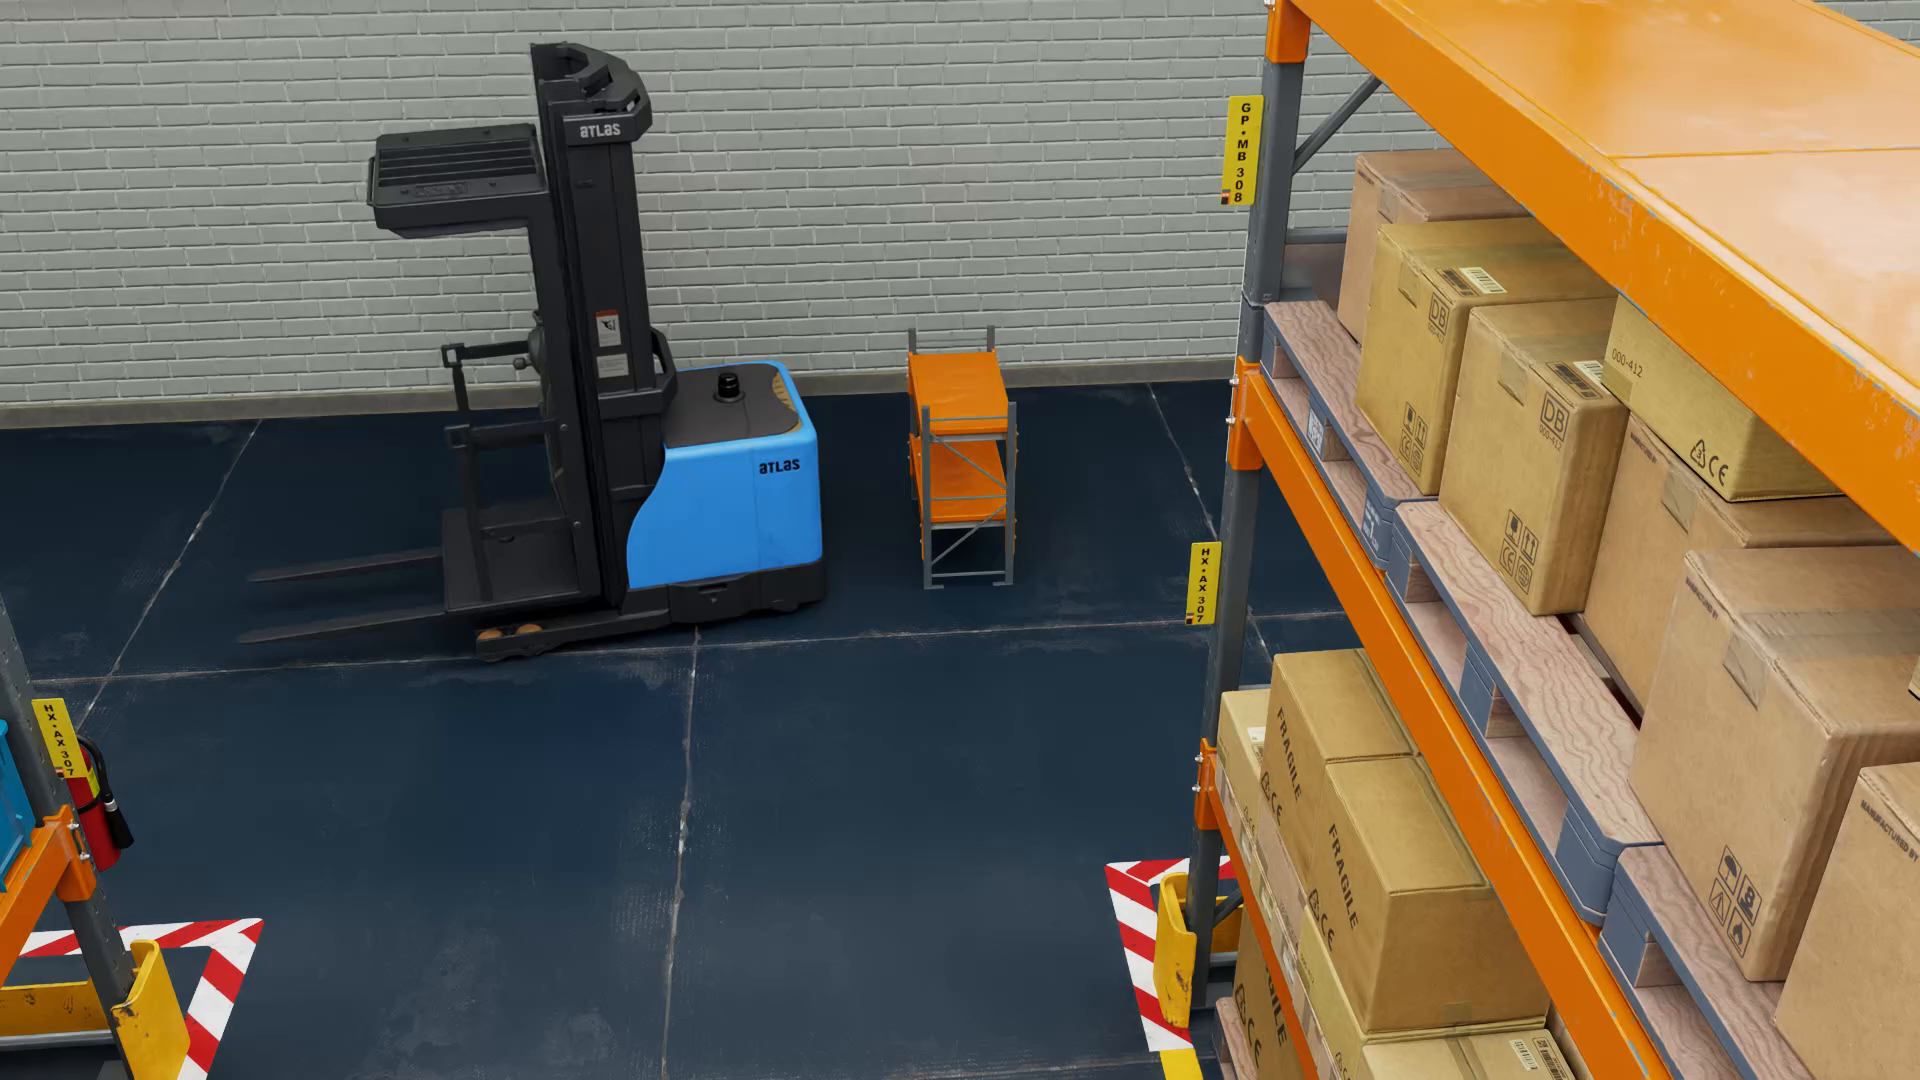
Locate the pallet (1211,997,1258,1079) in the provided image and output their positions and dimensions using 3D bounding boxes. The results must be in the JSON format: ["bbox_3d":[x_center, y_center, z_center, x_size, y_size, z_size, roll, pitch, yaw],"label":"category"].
[{"bbox_3d":[1.533,2.133,5.973,1.003,0.211,1.213,-3,31,-5],"label":"pallet"}]

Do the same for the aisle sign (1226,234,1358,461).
[{"bbox_3d":[1.075,-0.607,5.306,0.394,0.787,0.004,-3,31,-5],"label":"aisle sign"}]

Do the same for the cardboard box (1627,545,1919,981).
[{"bbox_3d":[1.575,0.348,2.712,0.700,0.500,0.500,-1,31,-2],"label":"cardboard box"}]

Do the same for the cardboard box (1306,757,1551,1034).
[{"bbox_3d":[1.258,0.924,4.404,0.500,0.500,0.500,-4,31,-6],"label":"cardboard box"}]

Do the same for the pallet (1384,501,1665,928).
[{"bbox_3d":[1.577,0.284,3.510,1.003,0.211,1.213,-3,31,-5],"label":"pallet"}]

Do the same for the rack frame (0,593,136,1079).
[{"bbox_3d":[-3.551,0.769,5.538,1.000,3.000,0.127,-3,31,-5],"label":"rack frame"}]

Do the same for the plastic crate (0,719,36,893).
[{"bbox_3d":[-3.334,0.890,5.242,0.616,0.435,0.499,-3,31,-5],"label":"plastic crate"}]

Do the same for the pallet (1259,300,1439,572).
[{"bbox_3d":[1.460,-0.340,4.556,1.003,0.211,1.213,-3,31,-5],"label":"pallet"}]

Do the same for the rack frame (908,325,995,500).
[{"bbox_3d":[-0.048,-0.746,9.902,0.500,1.125,0.032,-3,31,-5],"label":"rack frame"}]

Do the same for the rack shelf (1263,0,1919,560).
[{"bbox_3d":[1.567,-0.542,2.974,1.077,0.370,4.000,-3,31,-5],"label":"rack shelf"}]

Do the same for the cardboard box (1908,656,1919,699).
[{"bbox_3d":[1.673,0.217,2.200,0.500,0.250,0.500,-5,31,-8],"label":"cardboard box"}]

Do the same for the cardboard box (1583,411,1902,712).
[{"bbox_3d":[1.668,0.075,3.170,0.700,0.500,0.500,-1,31,-2],"label":"cardboard box"}]

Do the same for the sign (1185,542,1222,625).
[{"bbox_3d":[0.827,0.149,5.654,0.100,0.325,0.005,-3,31,-5],"label":"sign"}]

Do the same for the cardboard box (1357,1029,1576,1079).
[{"bbox_3d":[1.309,1.514,4.146,0.500,0.250,0.500,-3,31,-6],"label":"cardboard box"}]

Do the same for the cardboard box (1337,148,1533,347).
[{"bbox_3d":[1.482,-0.759,4.567,0.700,0.500,0.500,-5,31,-8],"label":"cardboard box"}]

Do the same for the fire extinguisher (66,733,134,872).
[{"bbox_3d":[-3.113,0.863,5.819,0.296,0.674,0.183,-3,31,-5],"label":"fire extinguisher"}]

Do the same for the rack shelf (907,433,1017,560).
[{"bbox_3d":[-0.001,-0.276,9.593,0.538,0.278,1.000,-3,31,-5],"label":"rack shelf"}]

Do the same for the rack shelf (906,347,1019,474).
[{"bbox_3d":[-0.001,-0.738,9.318,0.538,0.278,1.000,-3,31,-5],"label":"rack shelf"}]

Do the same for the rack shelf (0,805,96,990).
[{"bbox_3d":[-3.364,2.099,4.013,1.077,0.370,4.000,-3,31,-5],"label":"rack shelf"}]

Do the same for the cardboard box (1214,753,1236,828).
[{"bbox_3d":[1.085,0.837,5.670,0.380,0.149,0.250,-2,31,-4],"label":"cardboard box"}]

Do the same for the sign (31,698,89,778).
[{"bbox_3d":[-3.005,0.664,5.554,0.100,0.325,0.005,-3,31,-5],"label":"sign"}]

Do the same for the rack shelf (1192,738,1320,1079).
[{"bbox_3d":[1.567,1.862,4.410,1.077,0.370,4.000,-3,31,-5],"label":"rack shelf"}]

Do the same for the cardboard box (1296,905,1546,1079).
[{"bbox_3d":[1.255,1.248,4.592,0.500,0.250,0.500,-4,31,-6],"label":"cardboard box"}]

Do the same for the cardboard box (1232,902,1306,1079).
[{"bbox_3d":[1.520,1.586,5.832,0.875,0.875,0.875,-3,31,-5],"label":"cardboard box"}]

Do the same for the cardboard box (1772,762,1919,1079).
[{"bbox_3d":[1.621,0.623,2.252,0.700,0.500,0.500,-5,31,-8],"label":"cardboard box"}]

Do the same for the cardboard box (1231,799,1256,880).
[{"bbox_3d":[1.110,0.967,5.451,0.380,0.149,0.250,-3,31,-5],"label":"cardboard box"}]

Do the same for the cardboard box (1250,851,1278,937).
[{"bbox_3d":[1.135,1.098,5.232,0.380,0.149,0.250,-3,31,-6],"label":"cardboard box"}]

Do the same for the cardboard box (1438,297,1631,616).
[{"bbox_3d":[1.511,-0.205,3.638,0.700,0.500,0.500,-5,31,-8],"label":"cardboard box"}]

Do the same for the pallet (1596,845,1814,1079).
[{"bbox_3d":[1.688,0.906,2.470,1.003,0.211,1.213,-3,31,-5],"label":"pallet"}]

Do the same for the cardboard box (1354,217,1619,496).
[{"bbox_3d":[1.415,-0.466,4.076,0.700,0.500,0.500,-4,31,-6],"label":"cardboard box"}]

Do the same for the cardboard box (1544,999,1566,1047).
[{"bbox_3d":[1.785,1.222,4.636,0.500,0.250,0.500,-4,31,-6],"label":"cardboard box"}]

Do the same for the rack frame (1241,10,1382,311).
[{"bbox_3d":[1.380,-2.044,4.397,1.000,3.000,0.127,-3,31,-5],"label":"rack frame"}]

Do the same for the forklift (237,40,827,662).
[{"bbox_3d":[-2.306,-0.923,8.437,3.031,2.935,1.130,-8,32,-14],"label":"forklift"}]

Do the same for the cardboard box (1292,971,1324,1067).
[{"bbox_3d":[1.183,1.361,4.792,0.380,0.149,0.250,-3,31,-6],"label":"cardboard box"}]

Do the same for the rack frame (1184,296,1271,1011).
[{"bbox_3d":[1.380,0.532,5.935,1.000,3.000,0.127,-3,31,-5],"label":"rack frame"}]

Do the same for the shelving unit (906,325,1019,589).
[{"bbox_3d":[-0.001,-0.486,9.468,0.538,1.125,1.048,-3,31,-5],"label":"shelving unit"}]

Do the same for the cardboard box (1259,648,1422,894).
[{"bbox_3d":[1.203,0.660,4.846,0.500,0.500,0.500,-3,31,-6],"label":"cardboard box"}]

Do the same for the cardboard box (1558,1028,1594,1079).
[{"bbox_3d":[1.837,1.488,4.191,0.500,0.250,0.500,-3,31,-4],"label":"cardboard box"}]

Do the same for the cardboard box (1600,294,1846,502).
[{"bbox_3d":[1.559,-0.312,3.087,0.500,0.250,0.500,-4,31,-6],"label":"cardboard box"}]

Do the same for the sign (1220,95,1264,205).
[{"bbox_3d":[0.827,-1.142,4.882,0.100,0.325,0.005,-3,31,-5],"label":"sign"}]

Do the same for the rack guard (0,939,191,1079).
[{"bbox_3d":[-3.566,1.830,6.199,1.175,0.500,0.348,-3,31,-5],"label":"rack guard"}]

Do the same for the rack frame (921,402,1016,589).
[{"bbox_3d":[0.047,-0.227,9.033,0.500,1.125,0.032,-3,31,-5],"label":"rack frame"}]

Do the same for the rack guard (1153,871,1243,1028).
[{"bbox_3d":[1.378,1.592,6.597,1.175,0.500,0.348,-3,31,-5],"label":"rack guard"}]

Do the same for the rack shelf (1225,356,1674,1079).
[{"bbox_3d":[1.567,0.574,3.641,1.077,0.370,4.000,-3,31,-5],"label":"rack shelf"}]

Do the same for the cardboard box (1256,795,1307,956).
[{"bbox_3d":[1.212,0.991,5.022,0.500,0.250,0.500,-3,31,-5],"label":"cardboard box"}]

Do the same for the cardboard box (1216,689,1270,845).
[{"bbox_3d":[1.156,0.726,5.466,0.500,0.250,0.500,-4,31,-6],"label":"cardboard box"}]

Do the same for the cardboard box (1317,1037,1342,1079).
[{"bbox_3d":[1.208,1.493,4.571,0.380,0.149,0.250,-3,31,-5],"label":"cardboard box"}]

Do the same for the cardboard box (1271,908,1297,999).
[{"bbox_3d":[1.160,1.231,5.009,0.380,0.149,0.250,-3,31,-5],"label":"cardboard box"}]
